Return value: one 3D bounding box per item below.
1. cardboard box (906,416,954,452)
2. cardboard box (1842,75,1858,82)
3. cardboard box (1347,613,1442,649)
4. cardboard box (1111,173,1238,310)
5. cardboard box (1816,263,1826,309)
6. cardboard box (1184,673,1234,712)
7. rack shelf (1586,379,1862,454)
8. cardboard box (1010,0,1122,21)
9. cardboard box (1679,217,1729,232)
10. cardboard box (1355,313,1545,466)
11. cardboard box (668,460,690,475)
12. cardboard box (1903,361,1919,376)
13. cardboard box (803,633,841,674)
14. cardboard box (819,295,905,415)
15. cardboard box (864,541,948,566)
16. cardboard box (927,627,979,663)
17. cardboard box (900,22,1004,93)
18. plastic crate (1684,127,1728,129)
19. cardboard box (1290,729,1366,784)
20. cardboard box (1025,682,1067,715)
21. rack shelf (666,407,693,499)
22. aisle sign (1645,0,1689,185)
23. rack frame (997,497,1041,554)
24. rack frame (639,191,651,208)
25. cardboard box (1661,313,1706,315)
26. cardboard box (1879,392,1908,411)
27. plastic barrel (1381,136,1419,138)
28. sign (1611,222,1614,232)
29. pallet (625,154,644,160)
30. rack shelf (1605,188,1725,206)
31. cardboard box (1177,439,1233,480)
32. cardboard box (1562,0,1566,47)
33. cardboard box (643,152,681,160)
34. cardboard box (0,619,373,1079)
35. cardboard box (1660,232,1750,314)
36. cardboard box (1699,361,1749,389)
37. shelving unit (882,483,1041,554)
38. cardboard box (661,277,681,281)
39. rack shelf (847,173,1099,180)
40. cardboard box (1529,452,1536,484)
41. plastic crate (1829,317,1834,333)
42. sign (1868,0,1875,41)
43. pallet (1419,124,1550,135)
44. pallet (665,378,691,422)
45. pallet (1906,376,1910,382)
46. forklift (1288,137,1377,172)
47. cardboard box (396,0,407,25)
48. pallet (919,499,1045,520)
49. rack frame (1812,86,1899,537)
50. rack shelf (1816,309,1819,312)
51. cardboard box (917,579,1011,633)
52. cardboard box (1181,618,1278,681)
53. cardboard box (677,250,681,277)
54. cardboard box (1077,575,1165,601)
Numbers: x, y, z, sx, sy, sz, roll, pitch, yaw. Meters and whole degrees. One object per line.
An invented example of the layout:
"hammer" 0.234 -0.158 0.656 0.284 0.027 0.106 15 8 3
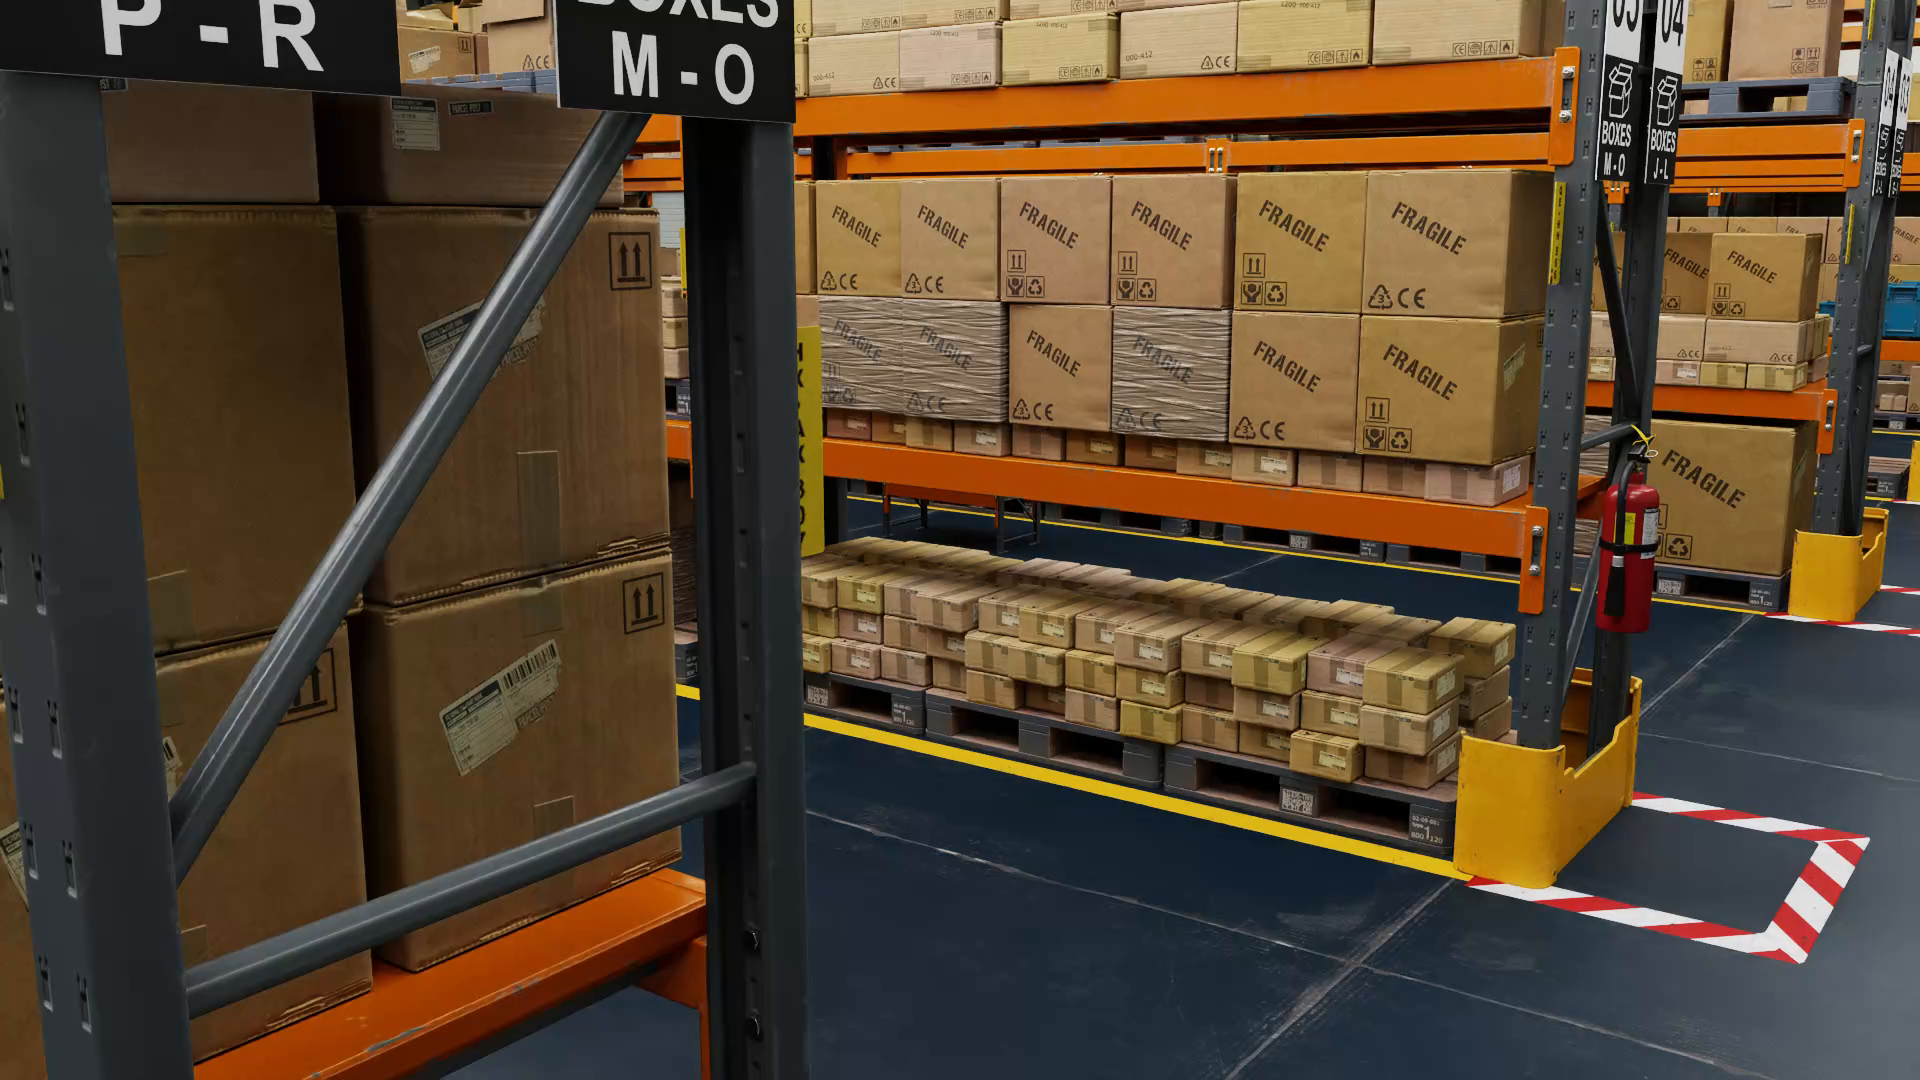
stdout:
"cardboard box" -0.024 -0.491 7.334 0.250 0.149 0.380 8 14 37
"cardboard box" 9.928 -4.797 18.138 0.500 0.500 0.700 8 13 36
"cardboard box" 1.772 0.422 6.787 0.250 0.149 0.380 8 14 37
"cardboard box" 0.938 -1.170 6.501 0.500 0.500 0.500 9 14 38
"cardboard box" 9.424 -2.850 18.599 0.500 0.500 0.500 8 13 35
"cardboard box" 1.117 0.571 6.796 0.250 0.149 0.380 8 13 35
"rack shelf" 3.692 -0.976 11.071 4.000 0.370 1.077 8 13 36
"cardboard box" 0.541 -2.188 6.621 0.500 0.250 0.500 7 13 33
"cardboard box" 8.576 -3.456 19.102 0.500 0.500 0.500 7 13 34
"cardboard box" 1.773 -0.563 5.994 0.500 0.500 0.500 8 14 37
"cardboard box" -1.376 -0.277 9.064 0.500 0.250 0.500 7 13 33
"cardboard box" 13.073 -2.478 22.416 0.500 0.500 0.700 8 13 35
"cardboard box" -0.619 0.507 7.910 0.250 0.149 0.380 8 14 37
"cardboard box" -0.284 -0.852 7.492 0.500 0.500 0.500 8 13 36
"cardboard box" -0.267 0.118 8.356 0.250 0.149 0.380 8 14 36
"cardboard box" 0.064 0.433 7.511 0.250 0.149 0.380 9 14 38
"cardboard box" 0.097 -1.996 6.949 0.500 0.250 0.500 9 14 38
"plastic crate" 6.632 -3.574 15.019 0.530 0.282 0.437 8 13 36
"cardboard box" 1.472 0.796 6.416 0.250 0.149 0.380 8 14 37
"cardboard box" 0.493 0.635 7.250 0.250 0.149 0.380 8 14 37
"rack shelf" -2.549 -0.678 9.530 4.000 0.370 1.077 8 13 36
"aisle sign" 2.523 -1.670 5.923 0.004 0.787 0.394 8 13 36
"rack frame" 0.415 -0.494 11.624 0.032 1.125 0.500 8 13 36
"rack frame" -4.660 -3.661 23.058 0.127 3.000 1.000 8 13 36
"cardboard box" 4.654 -1.330 10.616 0.500 0.250 0.500 8 13 35
"cardboard box" 10.314 -1.528 18.333 0.250 0.166 0.380 8 13 36
"plastic barrel" 4.156 -4.155 16.112 0.600 0.588 0.600 0 11 0
"sign" 7.621 -3.553 19.451 0.005 0.325 0.100 8 13 36
"pallet" -3.095 -3.632 15.504 1.003 0.211 1.213 8 13 36
"rack shelf" 9.264 -5.173 24.870 4.000 0.370 1.077 8 13 36
"cardboard box" 1.053 -0.345 6.579 0.250 0.149 0.380 7 13 33
"cardboard box" 2.077 -1.845 6.167 0.500 0.250 0.500 9 14 38
"cardboard box" -2.483 -3.529 14.873 0.500 0.250 0.500 8 14 37
"cardboard box" -1.107 0.350 2.060 0.500 0.500 0.500 8 14 36
"cardboard box" 4.674 -1.696 10.539 0.500 0.500 0.500 8 13 34
"cardboard box" 4.612 -1.000 9.961 0.250 0.149 0.380 8 14 36
"shelving unit" 0.005 -0.552 11.919 1.048 1.125 0.538 8 13 36
"cardboard box" -1.615 -1.384 9.275 0.250 0.149 0.380 8 13 35
"rack shelf" 0.176 -4.106 19.355 4.000 0.370 1.077 8 13 36
"cardboard box" 2.220 -0.320 6.446 0.250 0.149 0.380 8 13 35
"plastic crate" 7.472 -1.827 14.110 0.243 0.136 0.396 8 13 36
"sign" 4.972 -2.891 9.058 0.005 0.325 0.100 8 13 36
"pallet" 3.713 -2.752 10.696 1.213 0.211 1.003 8 13 36
"pallet" -1.467 -0.820 8.877 1.213 0.211 1.003 8 13 36
"pallet" 13.409 -2.088 22.268 1.213 0.211 1.003 8 13 36
"forklift" 2.598 -1.899 14.128 3.031 2.935 1.130 9 14 38
"cardboard box" -3.354 -2.985 9.387 0.258 0.266 0.396 8 13 36
"pallet" 0.426 -0.397 13.528 1.213 0.211 1.003 8 13 36
"rack frame" 5.304 -1.104 9.841 0.127 3.000 1.000 8 13 36
"rack shelf" 9.559 -2.492 18.909 4.000 0.370 1.077 8 13 36
"cardboard box" 0.019 0.294 7.448 0.250 0.149 0.380 8 14 37
"cardboard box" 1.087 0.439 6.698 0.250 0.149 0.380 7 13 33
"cardboard box" -2.112 -2.361 14.968 0.500 0.500 0.700 11 15 44
"cardboard box" 0.734 0.276 7.542 0.250 0.149 0.380 8 14 36
